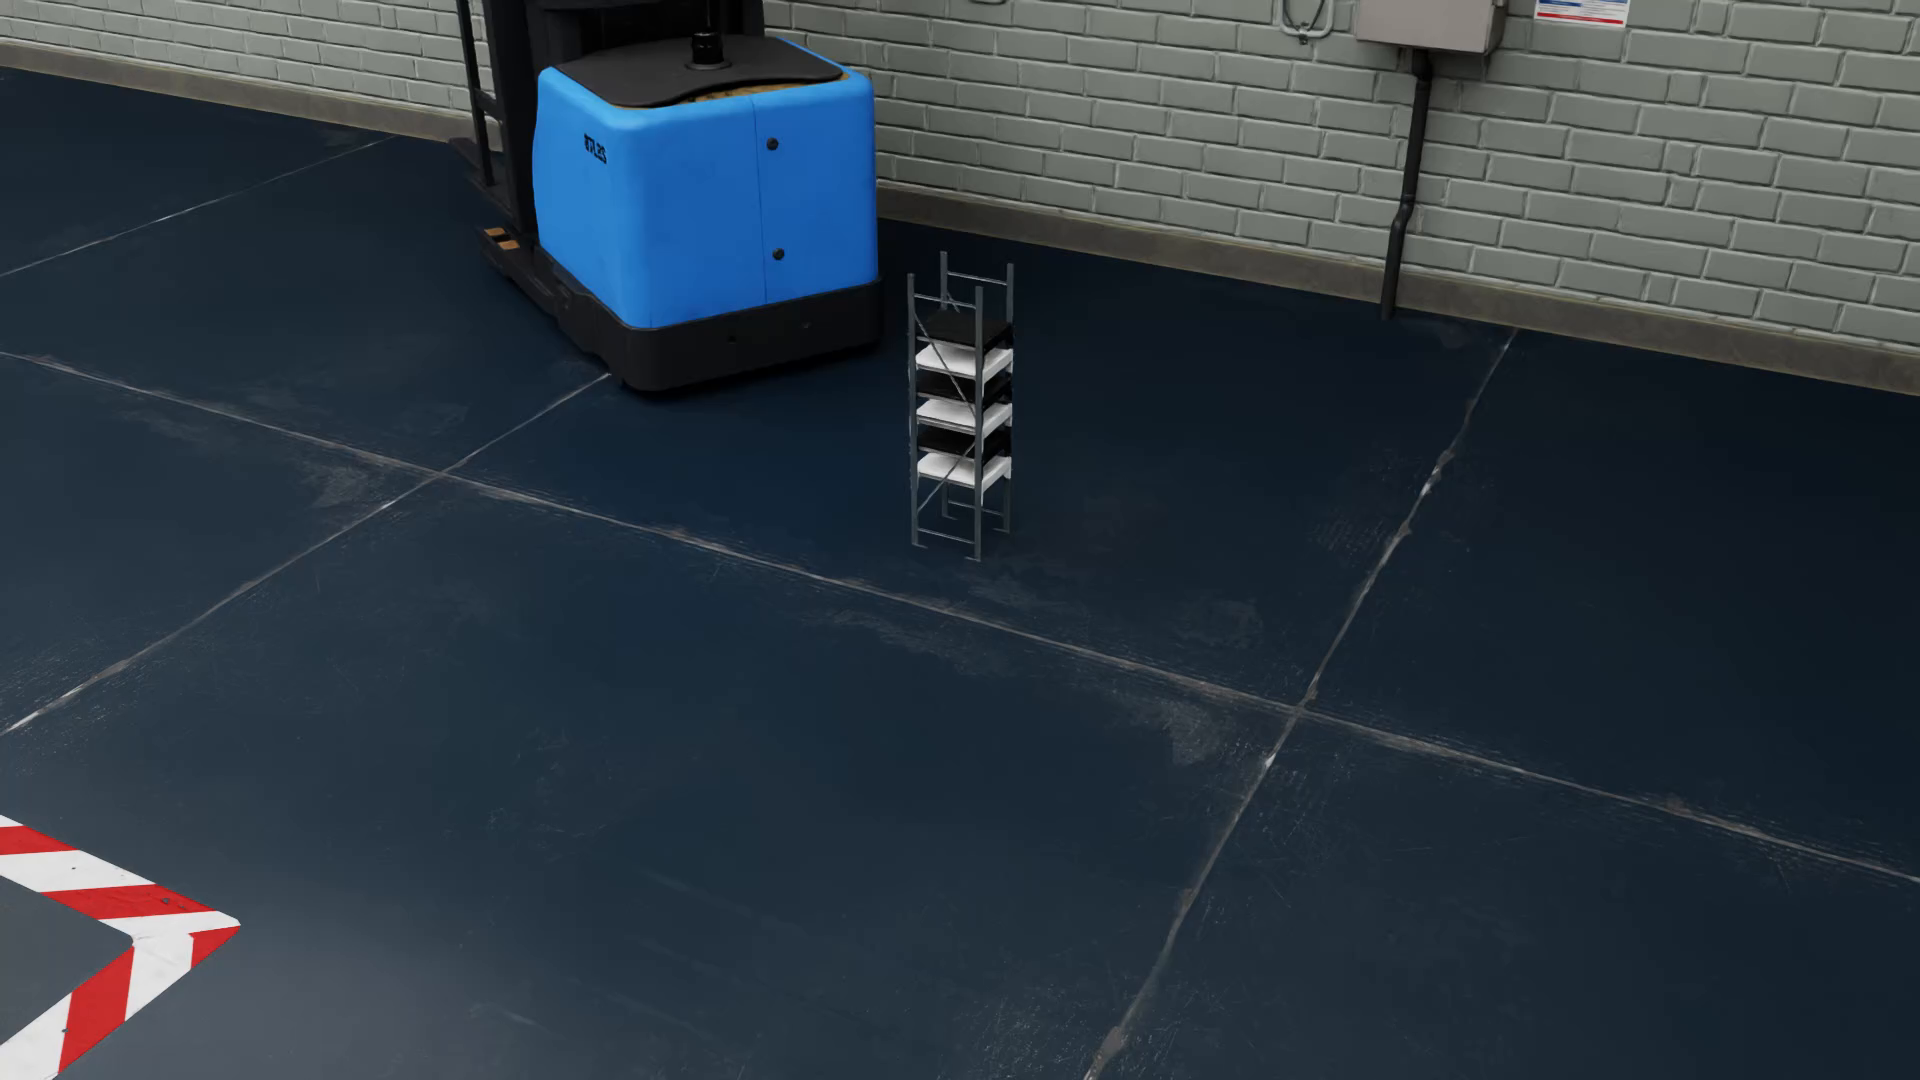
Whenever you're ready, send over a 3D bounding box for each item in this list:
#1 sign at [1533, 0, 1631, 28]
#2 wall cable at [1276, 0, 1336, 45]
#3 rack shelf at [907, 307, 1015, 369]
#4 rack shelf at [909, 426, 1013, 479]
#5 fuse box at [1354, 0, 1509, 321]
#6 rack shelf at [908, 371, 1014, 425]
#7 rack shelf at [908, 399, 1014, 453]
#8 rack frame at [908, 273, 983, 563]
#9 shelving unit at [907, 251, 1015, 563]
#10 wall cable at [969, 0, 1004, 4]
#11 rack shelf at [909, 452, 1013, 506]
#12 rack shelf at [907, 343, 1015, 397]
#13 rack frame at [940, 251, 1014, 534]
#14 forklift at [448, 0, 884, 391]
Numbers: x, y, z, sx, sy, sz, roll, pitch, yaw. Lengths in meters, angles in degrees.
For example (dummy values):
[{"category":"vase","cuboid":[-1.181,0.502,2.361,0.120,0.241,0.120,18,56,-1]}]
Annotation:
[{"category":"sign","cuboid":[2.294,-2.130,6.043,0.329,0.494,0.001,14,33,23]},{"category":"wall cable","cuboid":[1.225,-2.857,6.192,0.588,1.984,0.122,14,33,23]},{"category":"rack shelf","cuboid":[0.004,-0.599,4.914,0.258,0.077,0.200,14,33,23]},{"category":"rack shelf","cuboid":[0.004,-0.287,5.094,0.258,0.077,0.200,14,33,23]},{"category":"fuse box","cuboid":[1.760,-1.633,6.375,0.539,1.711,0.414,14,33,23]},{"category":"rack shelf","cuboid":[0.004,-0.443,5.004,0.258,0.077,0.200,14,33,23]},{"category":"rack shelf","cuboid":[0.004,-0.365,5.049,0.258,0.077,0.200,14,33,23]},{"category":"rack frame","cuboid":[-0.043,-0.349,4.954,0.240,0.900,0.006,14,33,23]},{"category":"shelving unit","cuboid":[0.004,-0.394,5.032,0.258,0.900,0.210,14,33,23]},{"category":"wall cable","cuboid":[-0.043,-3.187,6.736,0.585,1.953,0.123,14,33,23]},{"category":"rack shelf","cuboid":[0.004,-0.209,5.138,0.258,0.077,0.200,14,33,23]},{"category":"rack shelf","cuboid":[0.004,-0.521,4.959,0.258,0.077,0.200,14,33,23]},{"category":"rack frame","cuboid":[0.050,-0.439,5.111,0.240,0.900,0.006,14,33,23]},{"category":"forklift","cuboid":[-1.482,-2.511,6.679,1.130,2.935,3.031,-17,34,-26]}]
